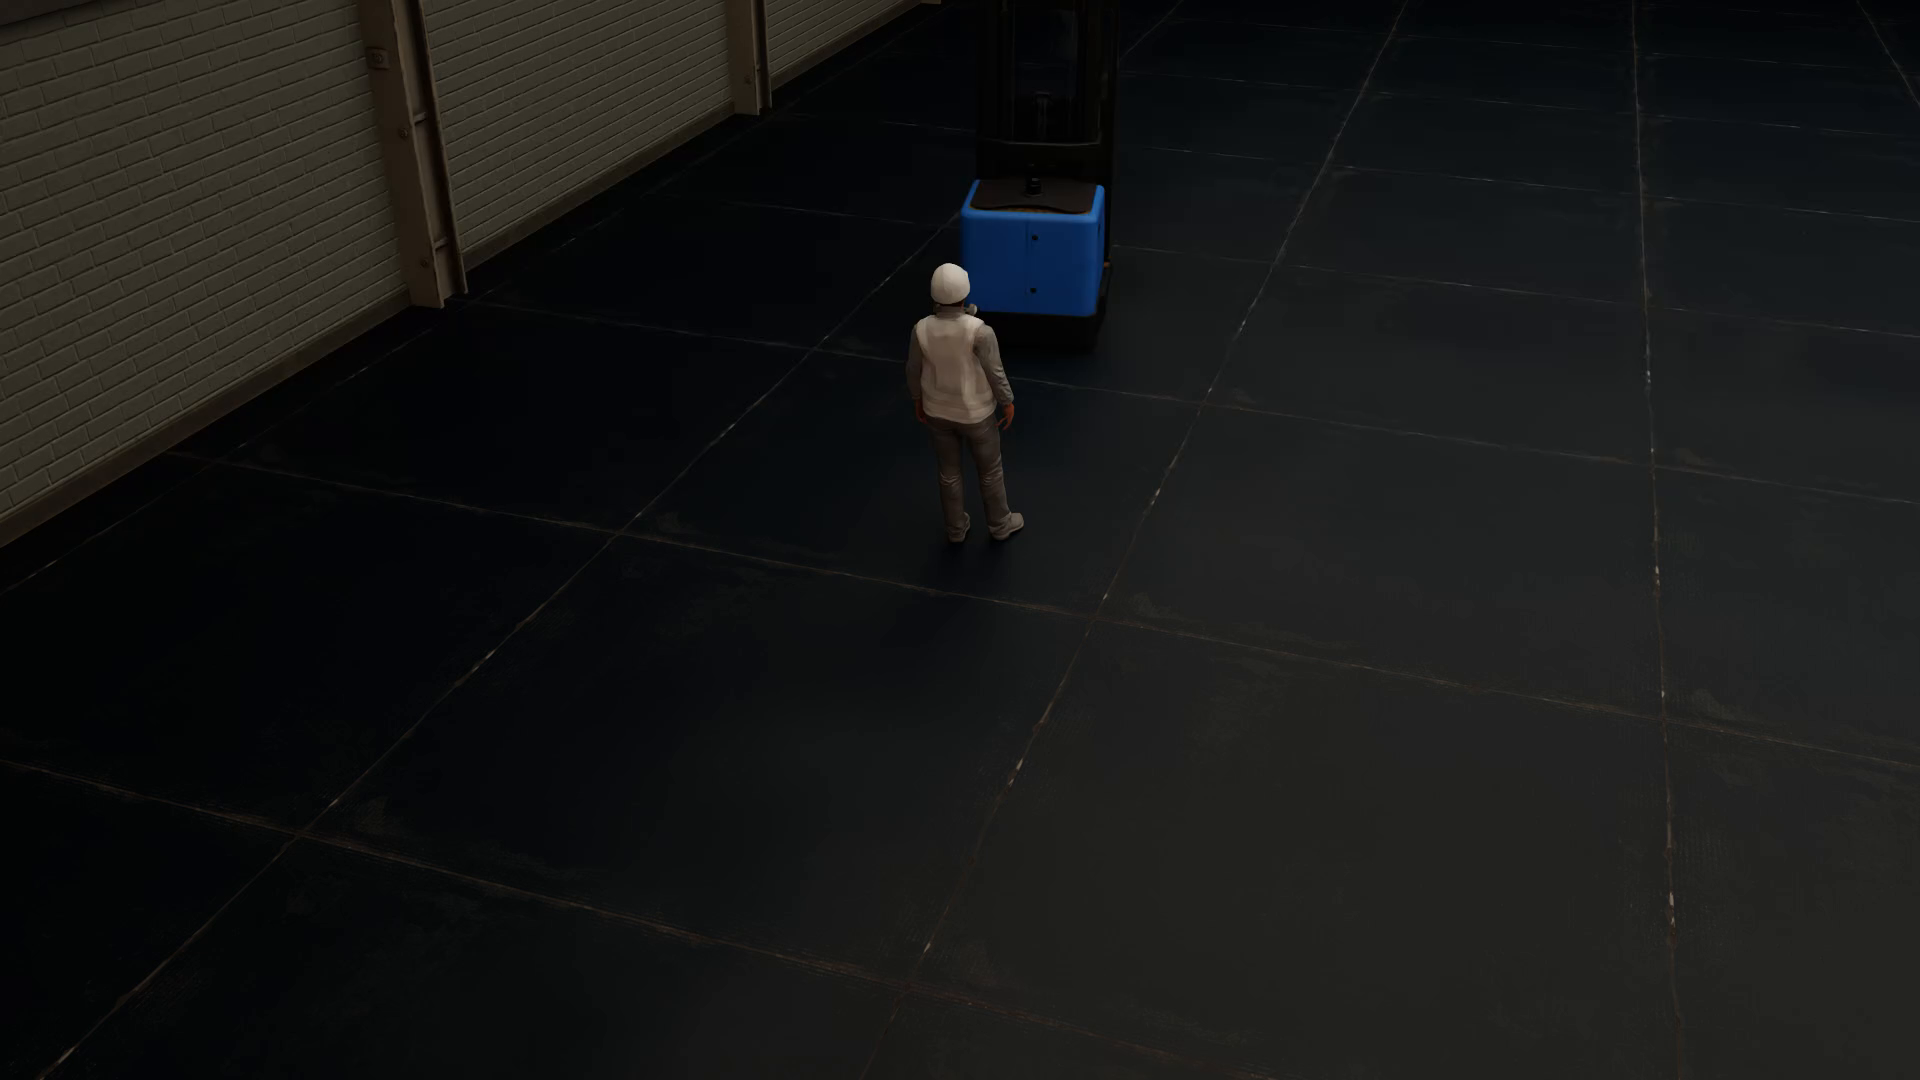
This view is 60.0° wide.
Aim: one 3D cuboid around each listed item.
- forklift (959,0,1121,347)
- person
[{"bbox_3d":[0.701,-3.435,13.163,1.130,2.935,3.031,4,30,7],"label":"forklift"},{"bbox_3d":[0.028,-0.805,9.702,0.632,1.773,0.568,10,31,16],"label":"person"}]
